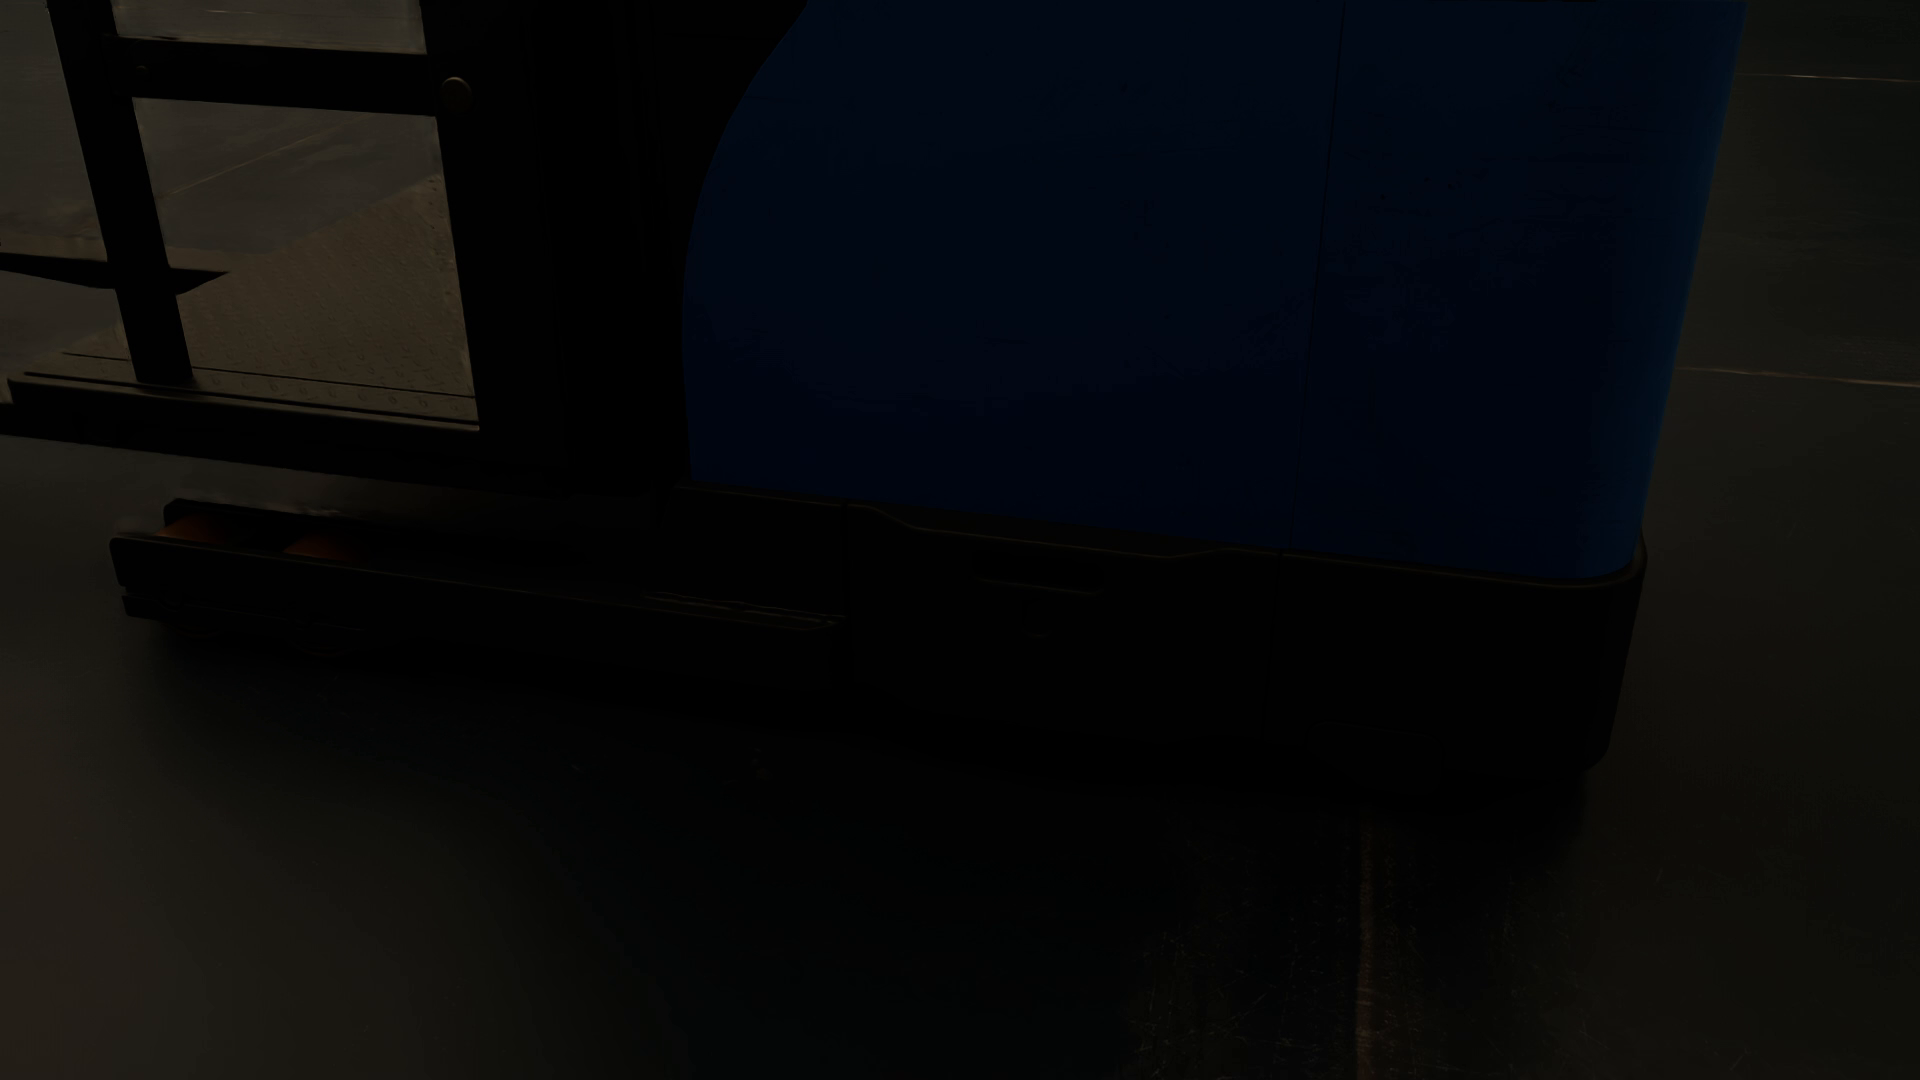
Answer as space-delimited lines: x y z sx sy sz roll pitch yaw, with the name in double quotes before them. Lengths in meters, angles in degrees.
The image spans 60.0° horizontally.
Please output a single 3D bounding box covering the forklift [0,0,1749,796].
"forklift" -0.621 -1.374 1.970 3.031 2.935 1.130 7 28 13
